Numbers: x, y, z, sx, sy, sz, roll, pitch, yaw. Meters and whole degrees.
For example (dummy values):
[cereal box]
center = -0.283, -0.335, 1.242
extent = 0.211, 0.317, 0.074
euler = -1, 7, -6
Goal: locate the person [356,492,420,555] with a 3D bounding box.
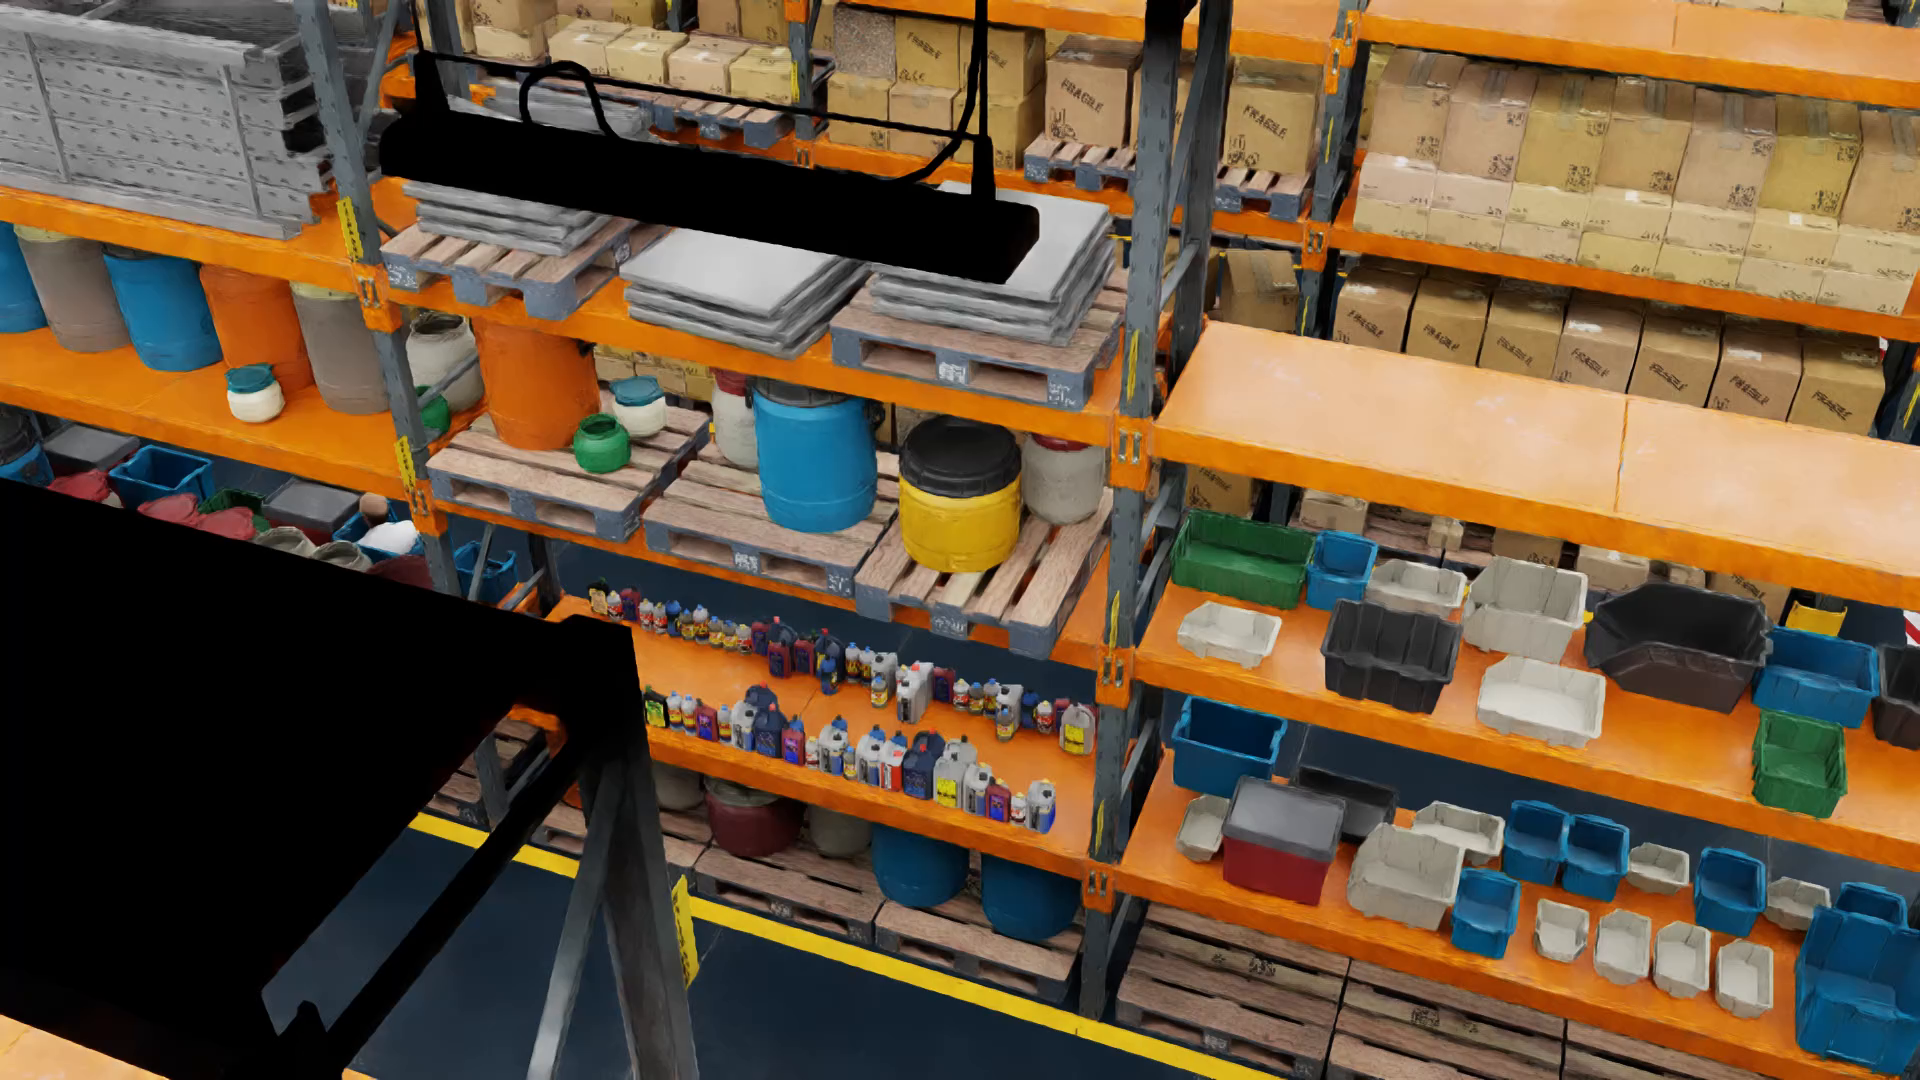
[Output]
[person]
center = -3.770, 0.435, 11.219
extent = 1.027, 1.743, 0.633
euler = 28, 45, 33
